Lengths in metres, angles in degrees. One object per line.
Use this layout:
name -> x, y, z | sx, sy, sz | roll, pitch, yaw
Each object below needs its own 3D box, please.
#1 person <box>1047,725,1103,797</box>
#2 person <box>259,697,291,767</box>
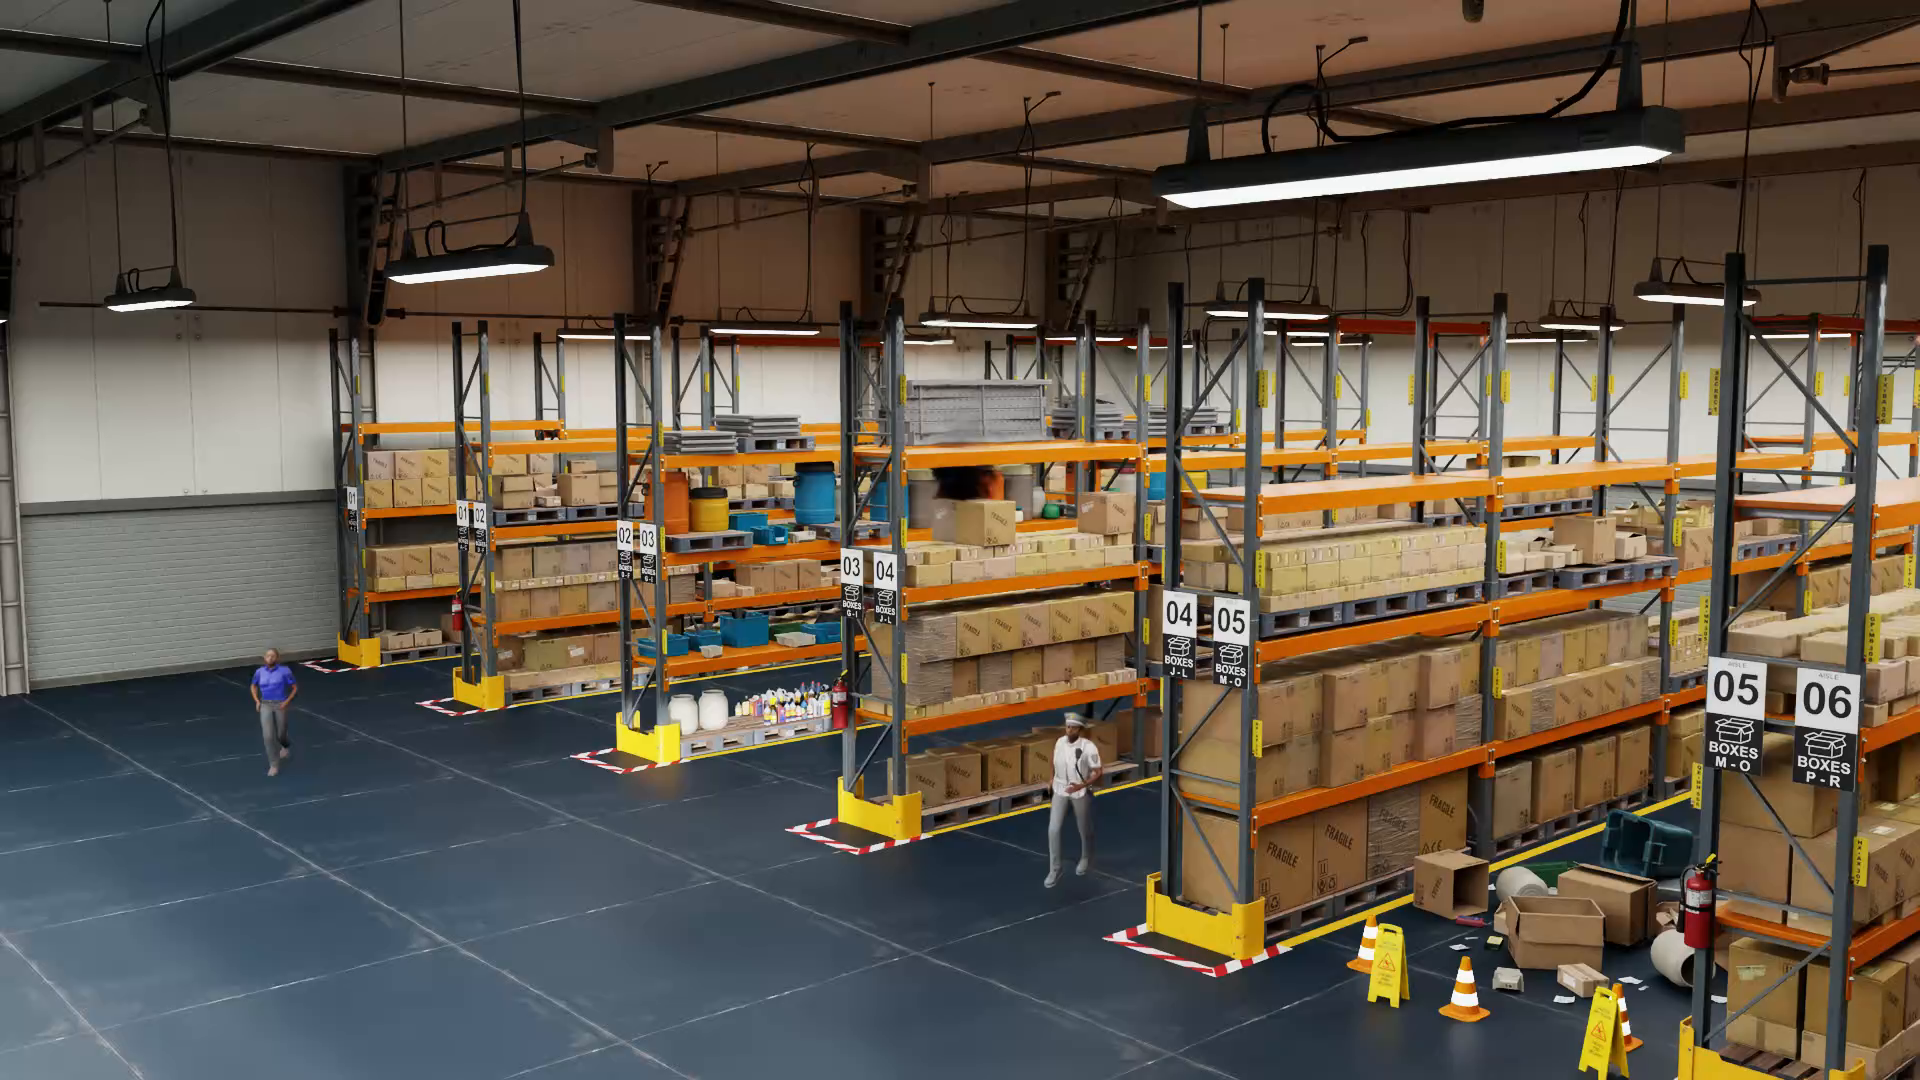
person -> 1.102, 2.114, 16.191 | 0.595, 0.830, 0.510 | 2, 6, 23
person -> -8.973, 2.484, 21.807 | 0.369, 0.911, 0.623 | -1, 6, -14
